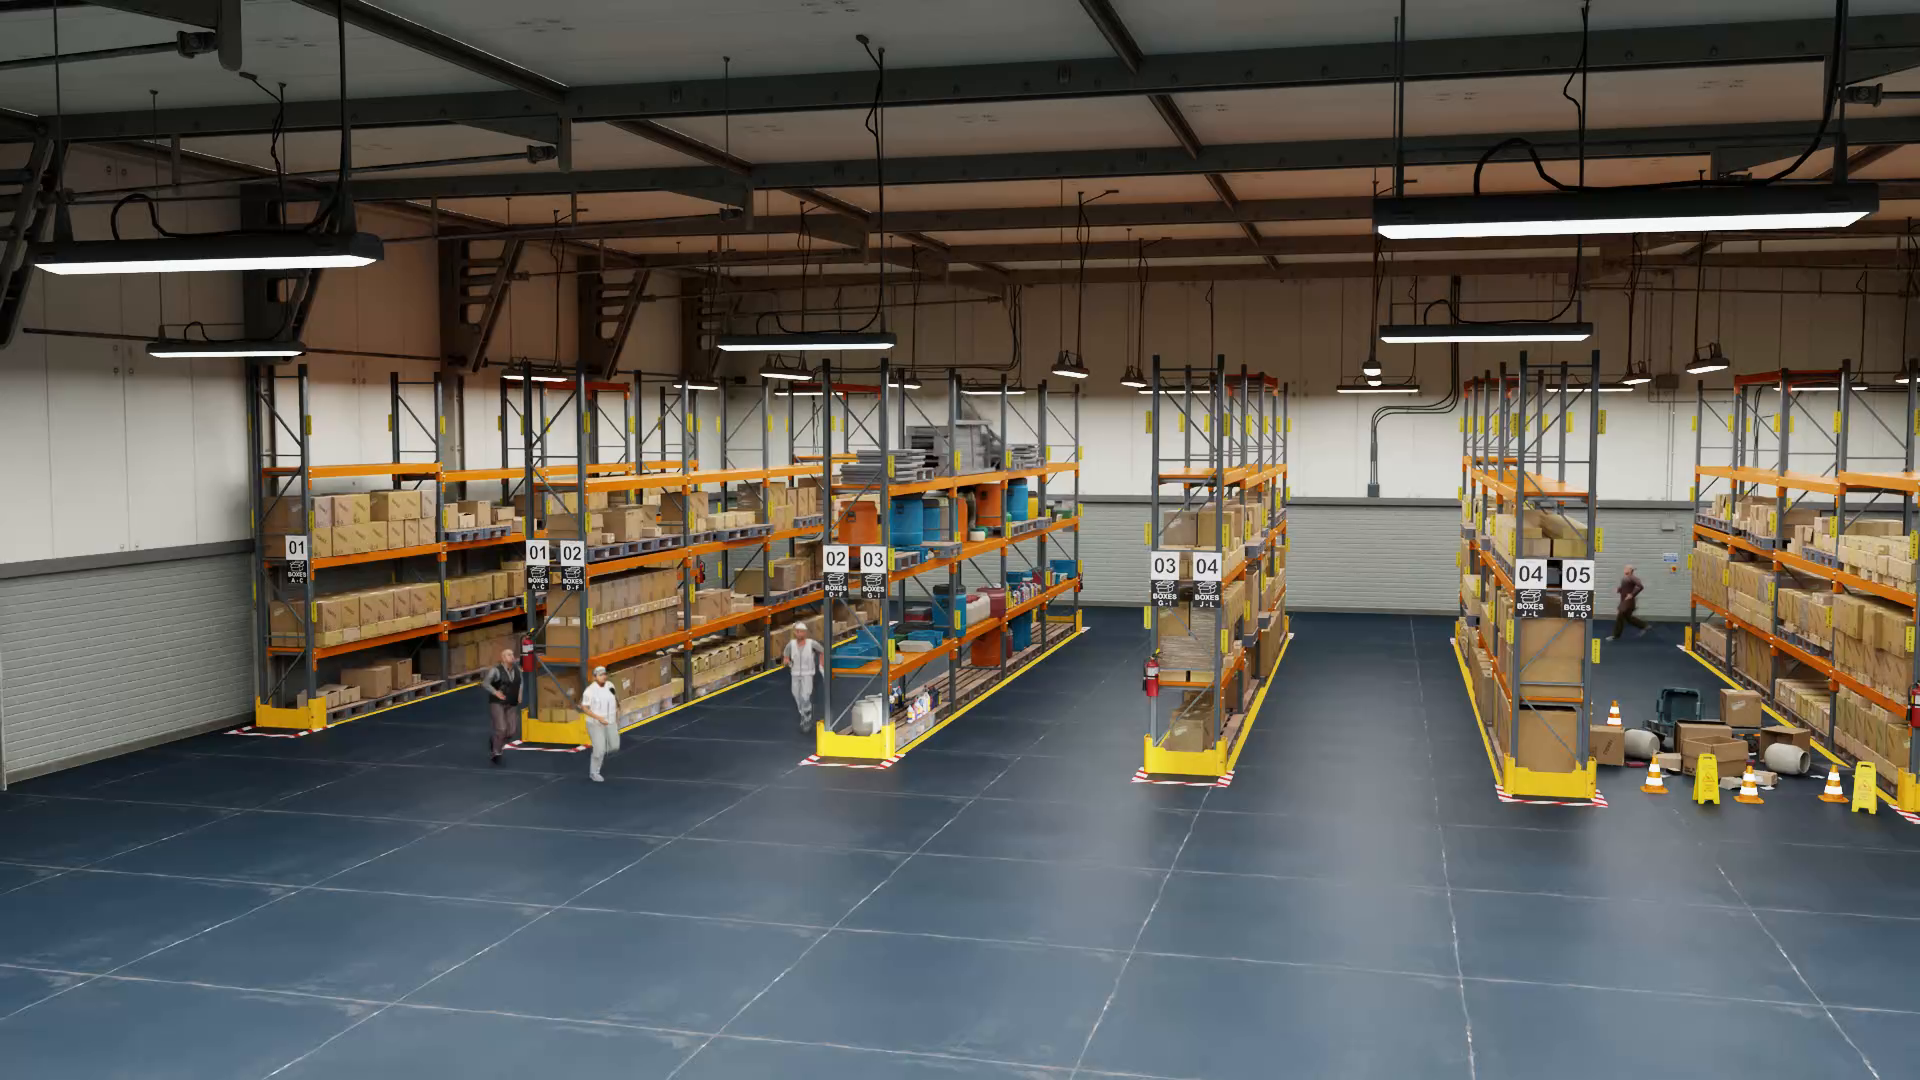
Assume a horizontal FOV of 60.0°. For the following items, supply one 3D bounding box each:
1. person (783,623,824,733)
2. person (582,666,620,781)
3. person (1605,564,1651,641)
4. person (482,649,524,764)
[{"bbox_3d":[-2.561,2.242,27.113,0.643,1.796,0.805,1,4,10],"label":"person"},{"bbox_3d":[-5.041,2.586,23.463,0.630,1.634,0.595,-4,5,-44],"label":"person"},{"bbox_3d":[15.524,1.460,38.562,1.028,1.795,0.717,1,4,11],"label":"person"},{"bbox_3d":[-6.804,2.467,24.868,0.687,1.671,0.638,-4,5,-42],"label":"person"}]
